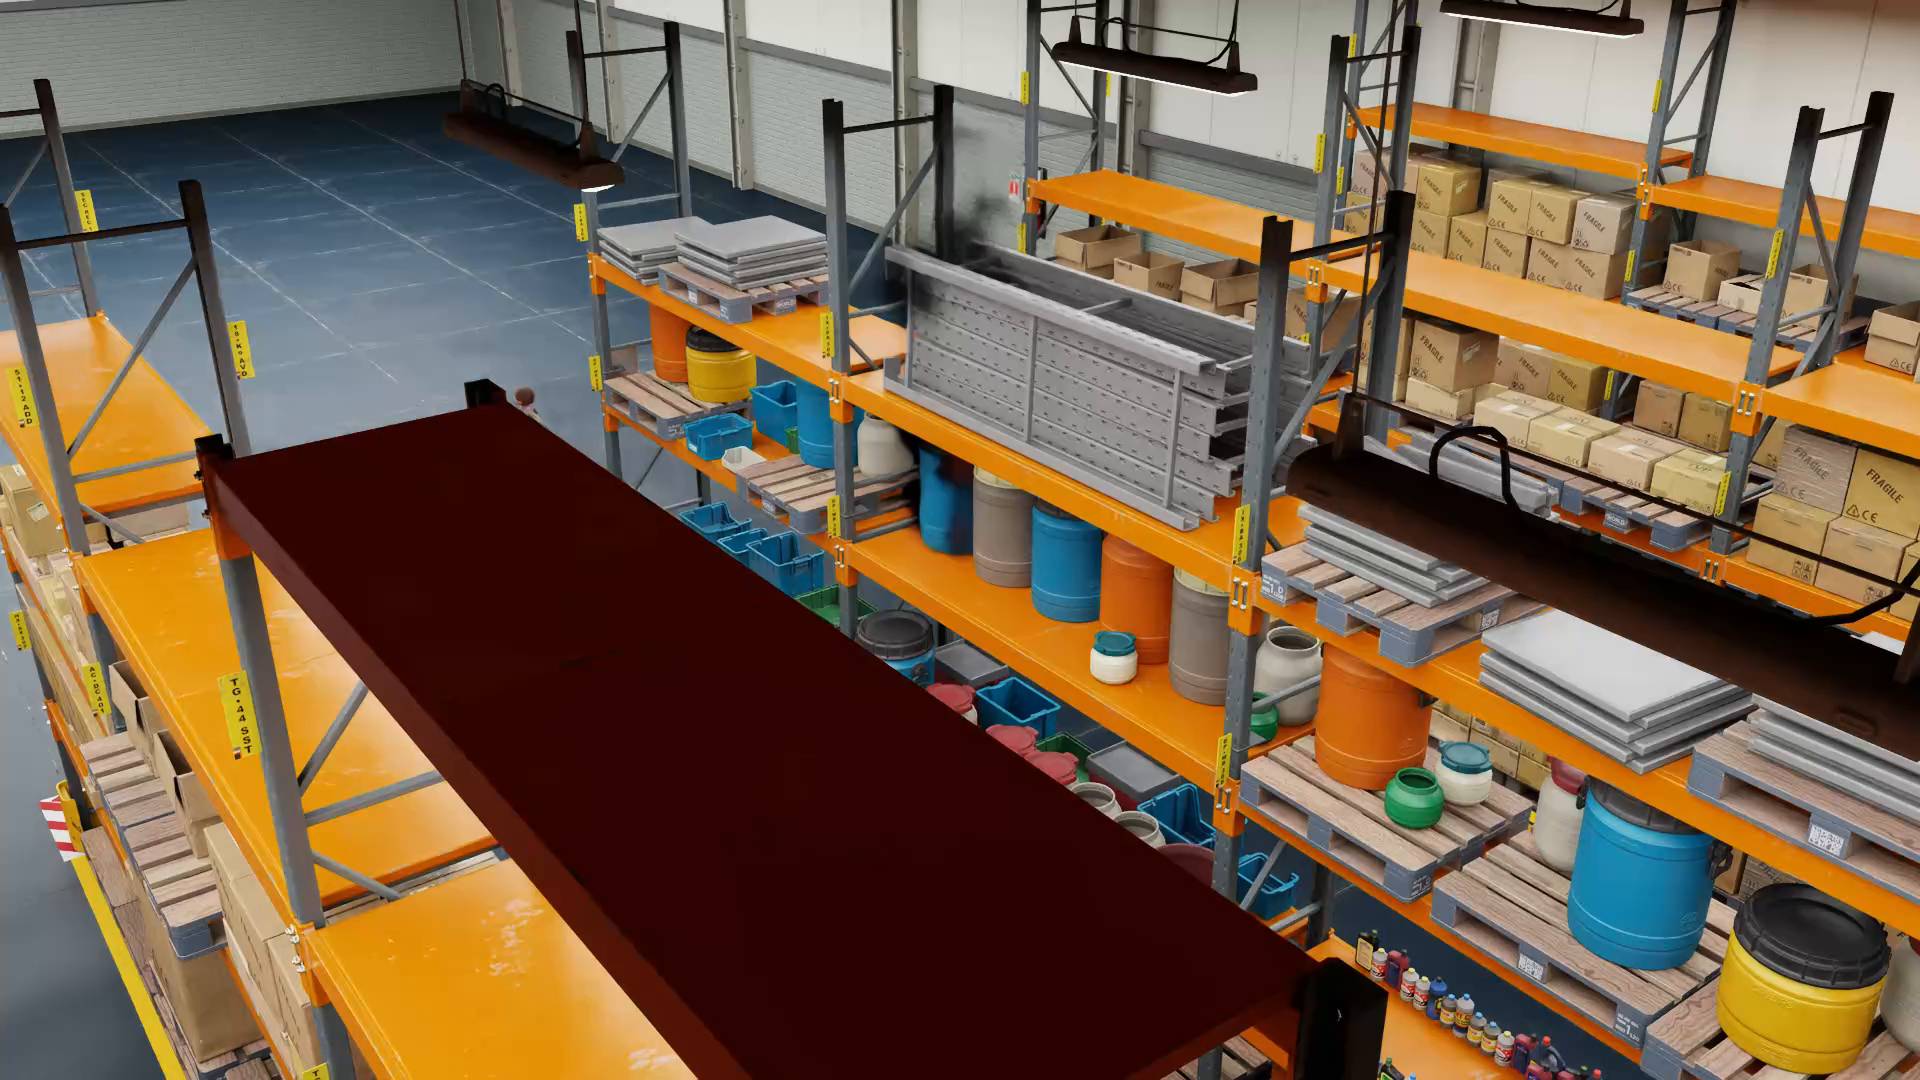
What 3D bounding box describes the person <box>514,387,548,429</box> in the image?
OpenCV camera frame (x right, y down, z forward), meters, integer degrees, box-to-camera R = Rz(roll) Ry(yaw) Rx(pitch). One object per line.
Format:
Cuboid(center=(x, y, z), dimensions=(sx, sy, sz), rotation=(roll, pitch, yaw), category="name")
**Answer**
Cuboid(center=(-4.941, -1.025, 19.285), dimensions=(0.883, 1.593, 0.547), rotation=(-6, 25, -12), category="person")
